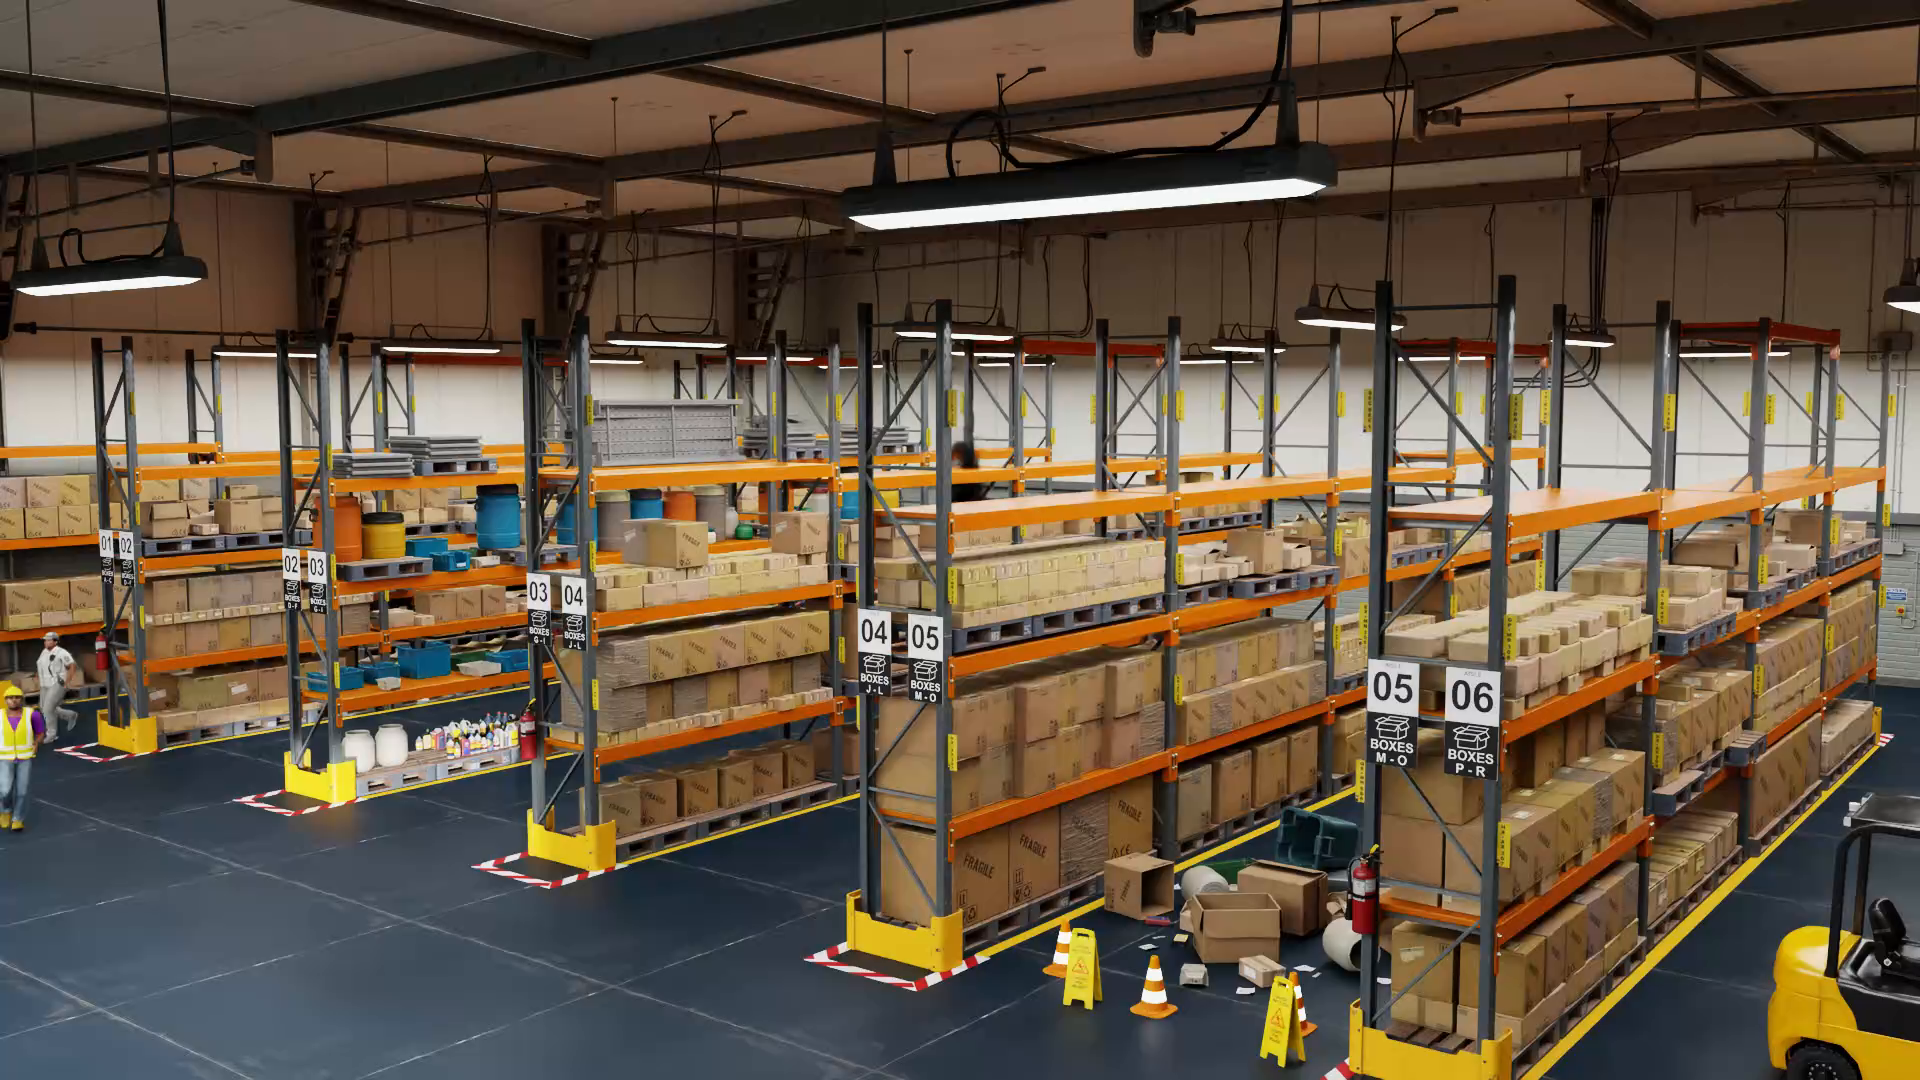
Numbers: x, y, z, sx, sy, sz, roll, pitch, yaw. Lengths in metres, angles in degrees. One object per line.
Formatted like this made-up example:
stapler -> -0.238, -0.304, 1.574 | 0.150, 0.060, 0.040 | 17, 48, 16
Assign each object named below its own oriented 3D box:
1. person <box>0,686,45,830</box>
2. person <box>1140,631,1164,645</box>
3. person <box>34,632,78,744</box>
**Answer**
person -> -11.159, 2.584, 19.632 | 0.676, 1.720, 0.591 | -3, 6, -34
person -> 2.944, 1.822, 25.001 | 0.705, 1.831, 0.877 | 4, 6, 39
person -> -13.566, 2.194, 24.974 | 0.644, 1.655, 0.680 | 3, 6, 28
